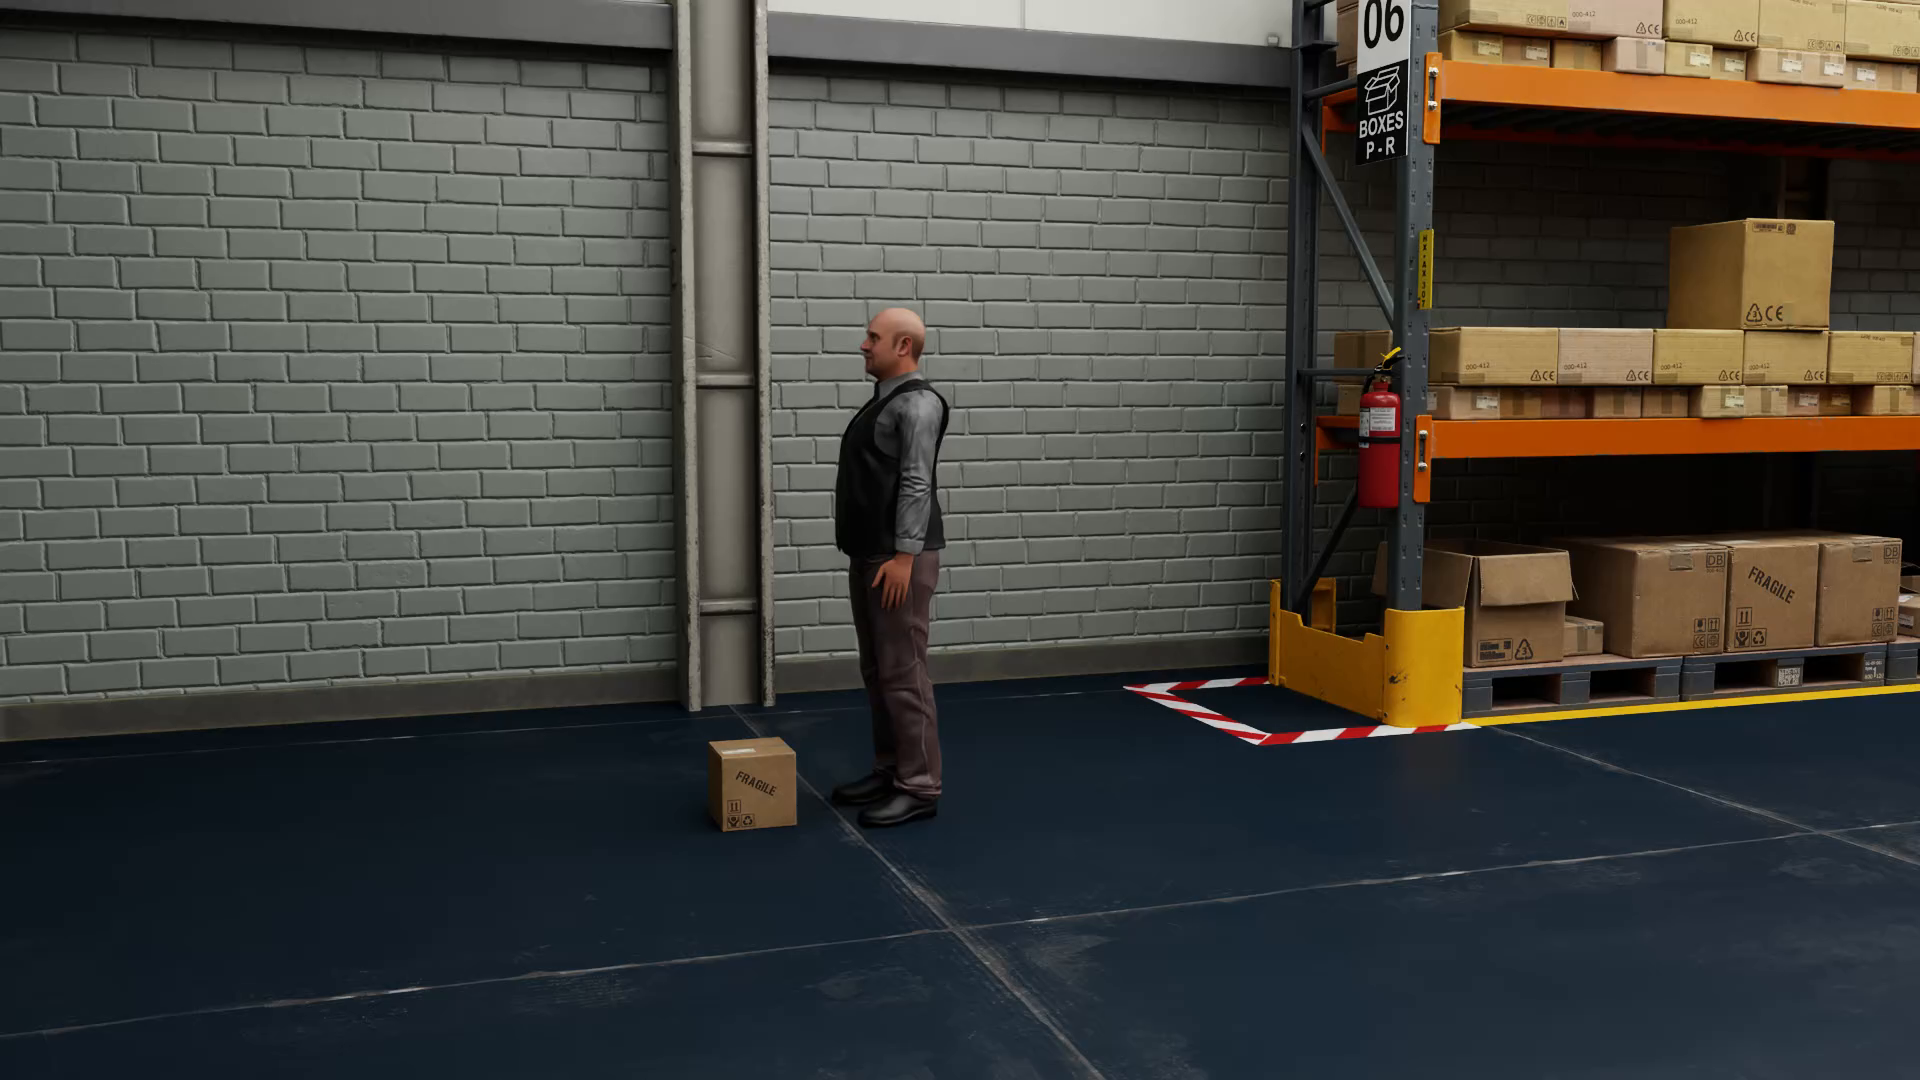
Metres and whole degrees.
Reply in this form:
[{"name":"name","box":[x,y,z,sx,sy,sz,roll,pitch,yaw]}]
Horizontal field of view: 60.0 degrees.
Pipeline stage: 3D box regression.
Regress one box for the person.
[{"name":"person","box":[-0.242,0.122,5.688,0.357,1.639,0.537,-2,6,-17]}]
